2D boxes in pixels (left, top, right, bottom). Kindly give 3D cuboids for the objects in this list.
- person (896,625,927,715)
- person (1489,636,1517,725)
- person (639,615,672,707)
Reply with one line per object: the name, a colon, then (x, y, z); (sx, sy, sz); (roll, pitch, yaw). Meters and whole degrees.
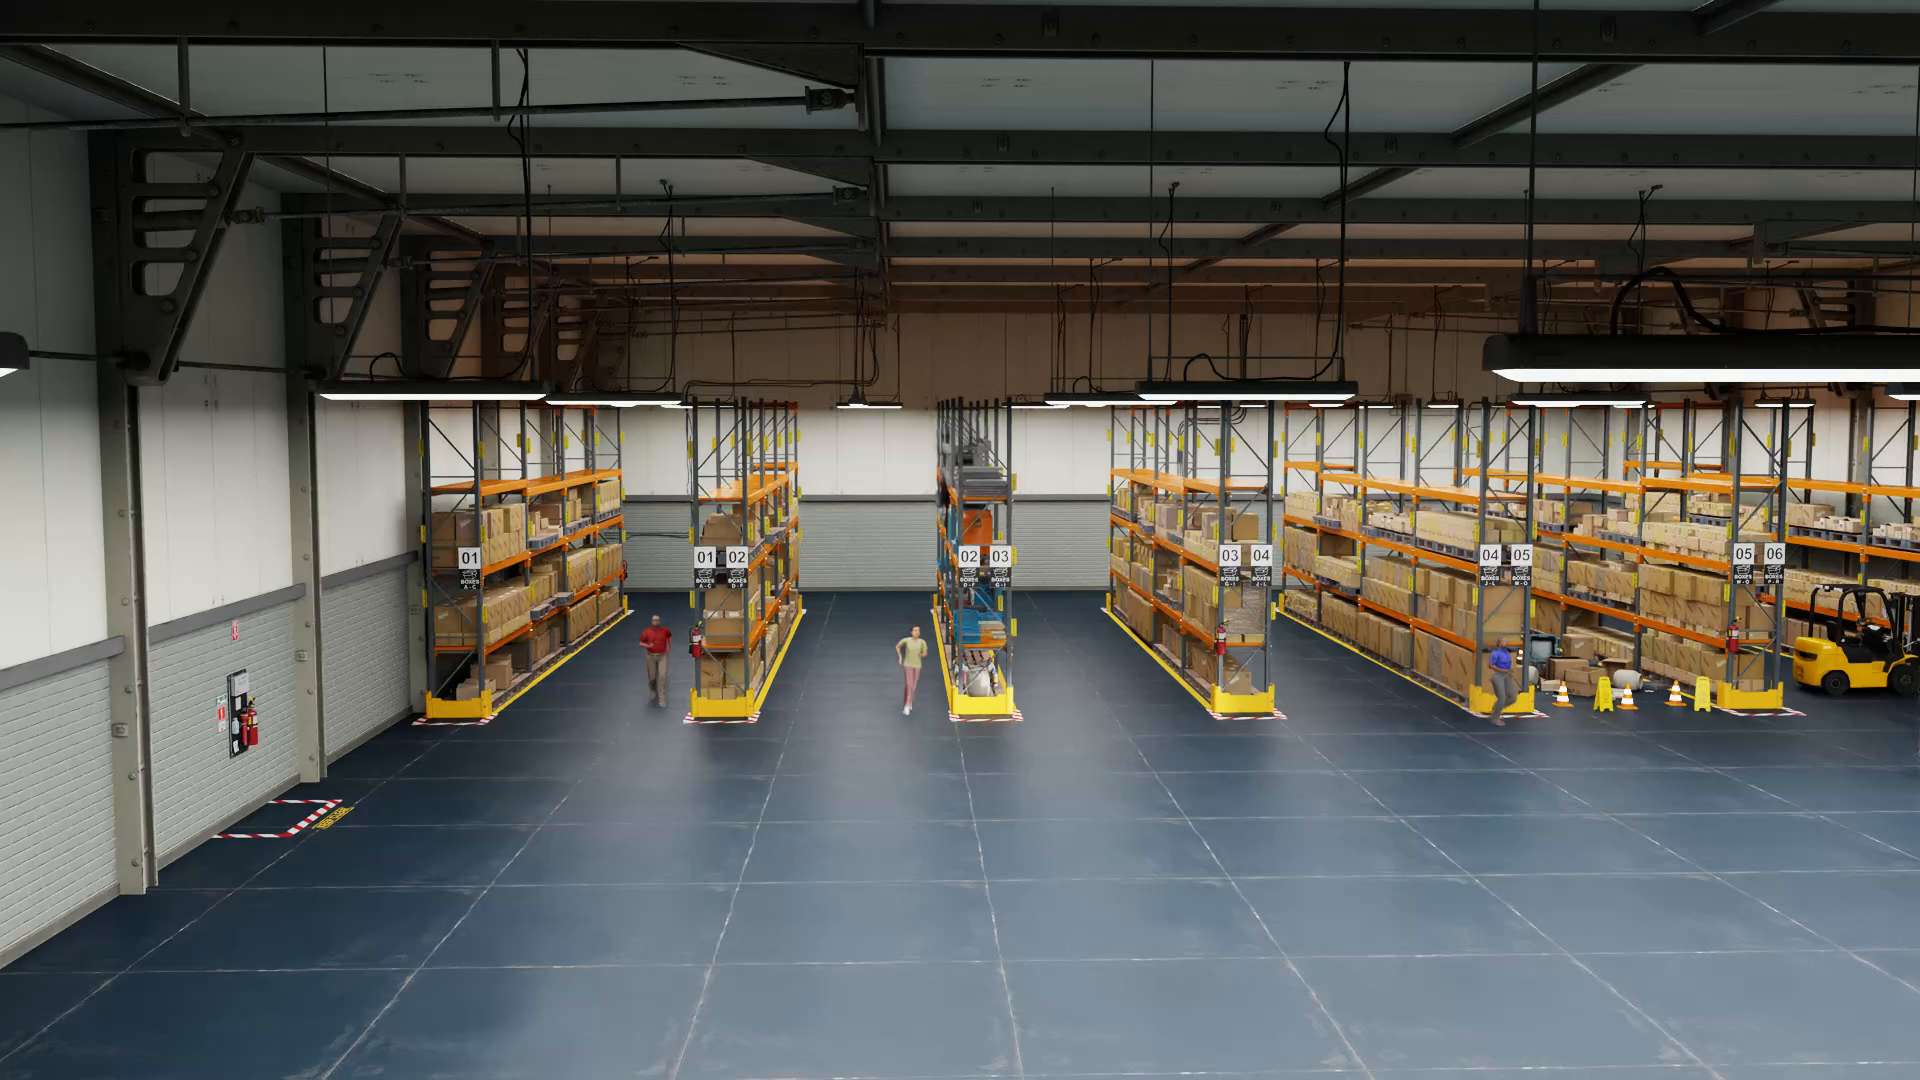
person: (-0.904, 2.462, 31.781); (0.563, 1.695, 0.682); (-1, 5, -17)
person: (9.937, 2.575, 30.402); (0.607, 1.629, 0.557); (-3, 5, -33)
person: (-5.930, 2.334, 32.489); (0.659, 1.735, 0.966); (-1, 5, -14)
